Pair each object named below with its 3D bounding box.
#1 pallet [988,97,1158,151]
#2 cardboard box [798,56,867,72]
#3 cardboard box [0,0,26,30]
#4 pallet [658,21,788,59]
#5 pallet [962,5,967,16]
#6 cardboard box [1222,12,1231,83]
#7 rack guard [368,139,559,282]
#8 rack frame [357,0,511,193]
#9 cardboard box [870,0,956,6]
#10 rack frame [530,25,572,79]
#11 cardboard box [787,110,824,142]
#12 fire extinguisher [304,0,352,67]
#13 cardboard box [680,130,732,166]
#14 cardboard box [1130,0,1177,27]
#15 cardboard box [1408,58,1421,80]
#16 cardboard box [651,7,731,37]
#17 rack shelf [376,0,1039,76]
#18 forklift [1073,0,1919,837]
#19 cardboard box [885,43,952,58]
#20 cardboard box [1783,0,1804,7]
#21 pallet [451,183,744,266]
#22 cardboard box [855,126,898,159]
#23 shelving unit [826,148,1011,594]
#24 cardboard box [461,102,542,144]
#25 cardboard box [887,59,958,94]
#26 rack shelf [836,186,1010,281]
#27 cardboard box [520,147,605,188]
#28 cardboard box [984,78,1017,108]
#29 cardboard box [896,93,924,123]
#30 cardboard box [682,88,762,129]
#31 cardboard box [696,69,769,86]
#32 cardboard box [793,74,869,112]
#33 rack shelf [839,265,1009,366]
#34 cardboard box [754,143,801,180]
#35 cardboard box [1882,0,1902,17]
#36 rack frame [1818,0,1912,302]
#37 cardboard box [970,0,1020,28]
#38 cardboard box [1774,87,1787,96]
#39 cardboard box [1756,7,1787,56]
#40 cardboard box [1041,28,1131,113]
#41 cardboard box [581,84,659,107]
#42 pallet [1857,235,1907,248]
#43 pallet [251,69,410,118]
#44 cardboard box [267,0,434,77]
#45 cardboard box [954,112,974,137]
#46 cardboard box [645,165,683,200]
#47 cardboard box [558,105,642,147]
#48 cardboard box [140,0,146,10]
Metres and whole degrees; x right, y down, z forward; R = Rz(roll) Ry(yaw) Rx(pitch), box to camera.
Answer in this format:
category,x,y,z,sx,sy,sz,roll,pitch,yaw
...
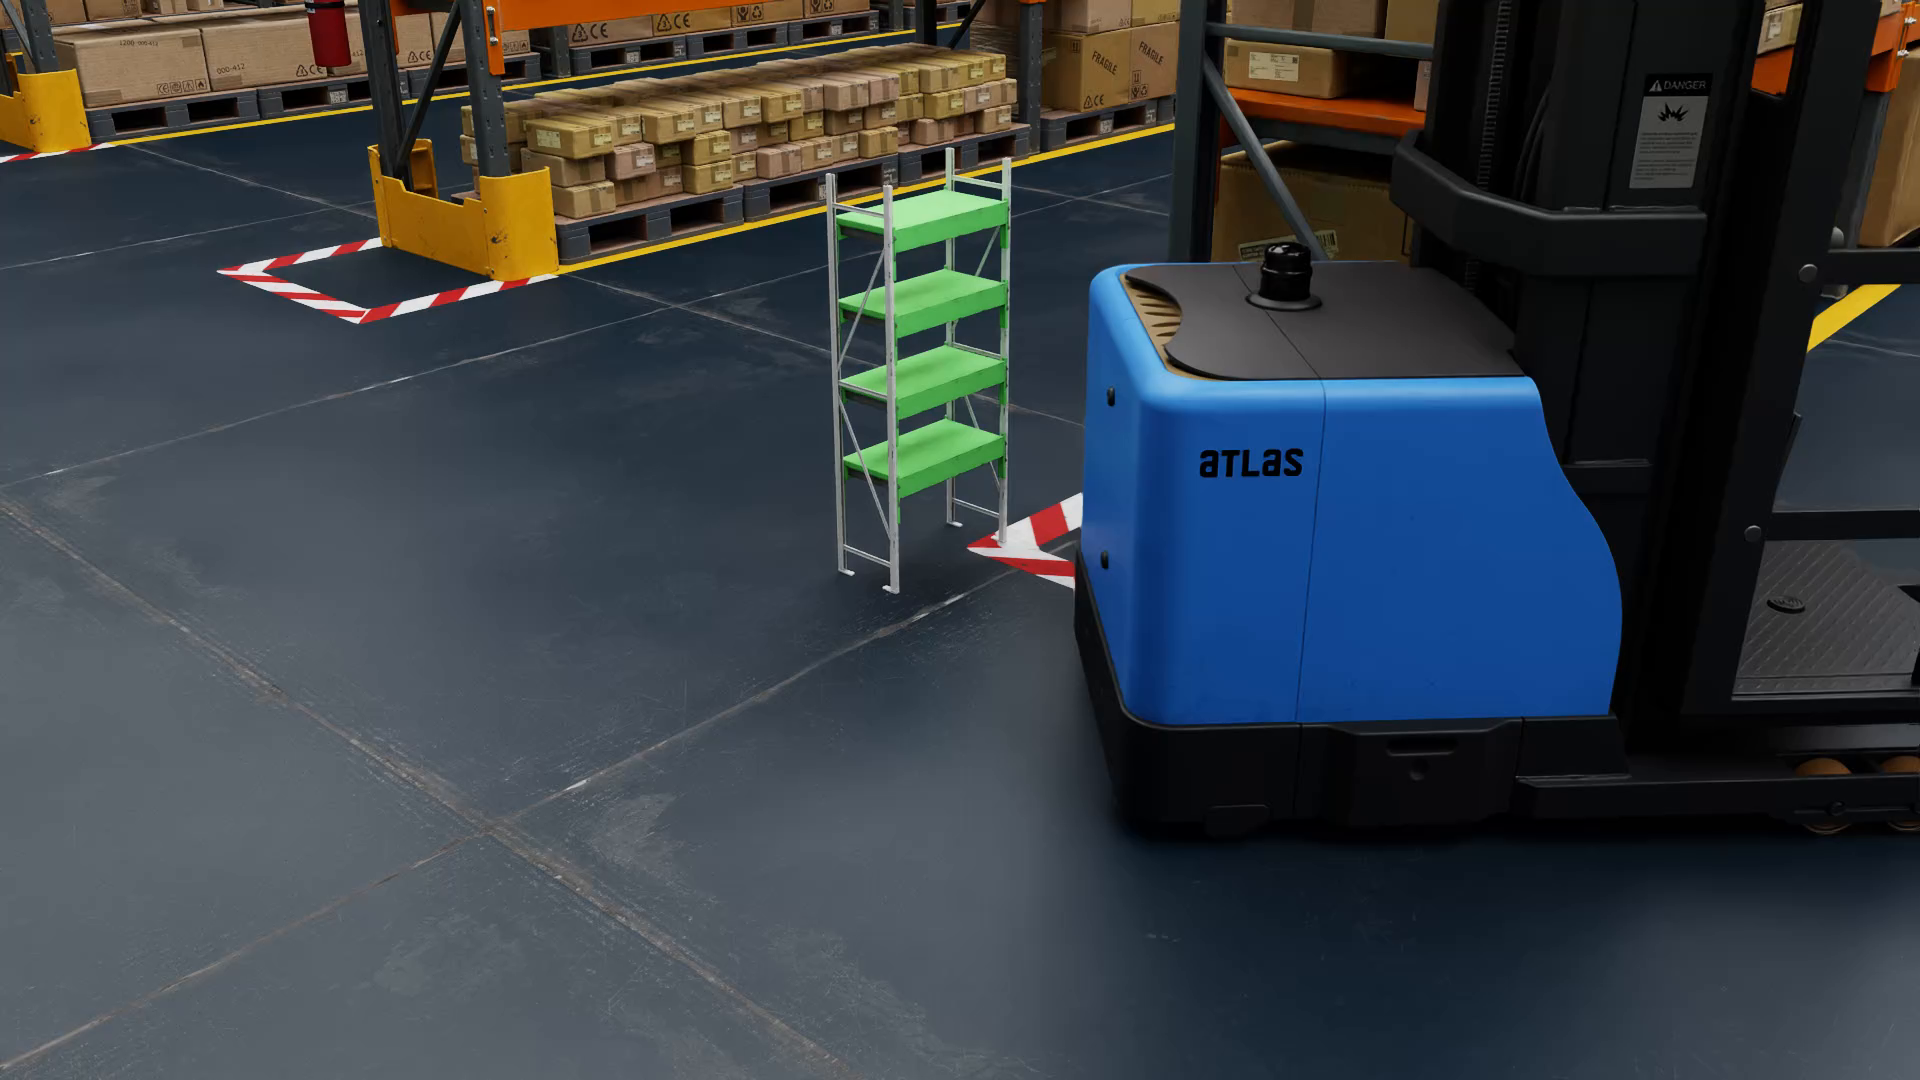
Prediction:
category,x,y,z,sx,sy,sz,roll,pitch,yaw
pallet,0.630,-2.976,11.630,1.003,0.211,1.213,20,31,38
cardboard box,-0.790,-2.881,10.253,0.380,0.149,0.250,19,30,36
cardboard box,-8.933,-4.929,15.118,0.700,0.500,0.500,22,32,40
pallet,-2.369,-4.689,15.449,1.003,0.211,1.213,20,31,38
pallet,0.364,-5.886,18.119,1.003,0.211,1.213,20,31,38
cardboard box,1.846,-3.686,12.347,0.500,0.500,0.500,18,30,35
rack guard,-2.508,-1.675,8.374,1.175,0.500,0.348,20,31,38
rack frame,-2.558,-2.792,7.811,1.000,3.000,0.127,20,31,38
cardboard box,-0.588,-5.713,17.023,0.950,0.372,0.625,18,30,34
rack frame,-3.642,-5.332,13.475,1.000,3.000,0.127,20,31,38
cardboard box,-0.999,-2.404,9.553,0.380,0.149,0.250,22,32,40
fire extinguisher,-3.070,-2.636,8.013,0.296,0.674,0.183,20,31,38
cardboard box,-1.443,-2.124,8.928,0.380,0.149,0.250,21,32,39
cardboard box,1.155,-3.720,11.506,0.500,0.250,0.500,21,32,39
cardboard box,1.402,-1.647,5.564,0.380,0.149,0.250,20,31,38
cardboard box,-2.691,-5.042,14.913,0.875,0.875,0.875,21,32,39
rack shelf,-1.223,-3.073,9.318,1.077,0.370,4.000,20,31,38
forklift,1.844,-0.889,3.651,3.031,2.935,1.130,-1,24,-3
cardboard box,-0.273,-3.125,10.797,0.380,0.149,0.250,22,32,40
cardboard box,2.954,-2.173,6.250,0.500,0.250,0.500,21,32,39
pallet,-1.939,-1.781,8.964,1.003,0.211,1.213,20,31,38
cardboard box,-0.587,-2.374,9.849,0.380,0.149,0.250,20,31,37
shelving unit,-0.111,-0.497,4.892,0.258,1.200,0.503,20,31,38
cardboard box,-2.394,-2.185,8.701,0.380,0.149,0.250,21,31,38
cardboard box,-0.234,-2.827,10.134,0.380,0.149,0.250,20,31,37
rack shelf,-0.111,-0.877,4.722,0.258,0.148,0.480,20,31,38
cardboard box,-2.017,-1.908,8.448,0.380,0.149,0.250,22,32,40
cardboard box,0.138,-2.855,10.558,0.380,0.149,0.250,21,32,39
cardboard box,-0.440,-2.633,10.063,0.380,0.149,0.250,20,31,38
cardboard box,-1.302,-2.360,9.092,0.380,0.149,0.250,22,32,39
cardboard box,-1.335,-2.656,9.751,0.380,0.149,0.250,20,31,38
cardboard box,-0.748,-2.576,9.574,0.380,0.149,0.250,19,30,36
rack shelf,-0.111,-0.658,4.820,0.258,0.148,0.480,20,31,38
cardboard box,-1.113,-2.139,9.325,0.380,0.149,0.250,18,30,35
cardboard box,3.778,-2.329,7.085,0.380,0.149,0.250,20,31,38
rack frame,3.738,-2.626,7.440,1.000,3.000,0.127,20,31,38
cardboard box,0.420,-3.700,11.462,0.500,0.250,0.500,19,30,36
cardboard box,3.237,-1.669,7.389,0.875,0.875,0.875,20,31,38
cardboard box,2.750,-1.860,6.039,0.380,0.149,0.250,21,31,38
cardboard box,0.802,-3.215,11.296,0.500,0.500,0.500,22,32,39
cardboard box,-1.885,-2.421,9.228,0.380,0.149,0.250,19,30,36
pallet,4.196,-1.609,8.581,1.003,0.211,1.213,20,31,38
pallet,-5.022,-3.476,12.744,1.003,0.211,1.213,20,31,38
cardboard box,-4.738,-3.919,12.944,0.875,0.438,0.875,19,30,36
cardboard box,-0.132,-2.633,10.427,0.380,0.149,0.250,21,32,39
cardboard box,-1.696,-1.935,8.870,0.380,0.149,0.250,21,31,38
cardboard box,-1.861,-2.138,8.597,0.380,0.149,0.250,21,31,38
cardboard box,-8.248,-5.308,16.393,0.380,0.149,0.250,20,31,37
